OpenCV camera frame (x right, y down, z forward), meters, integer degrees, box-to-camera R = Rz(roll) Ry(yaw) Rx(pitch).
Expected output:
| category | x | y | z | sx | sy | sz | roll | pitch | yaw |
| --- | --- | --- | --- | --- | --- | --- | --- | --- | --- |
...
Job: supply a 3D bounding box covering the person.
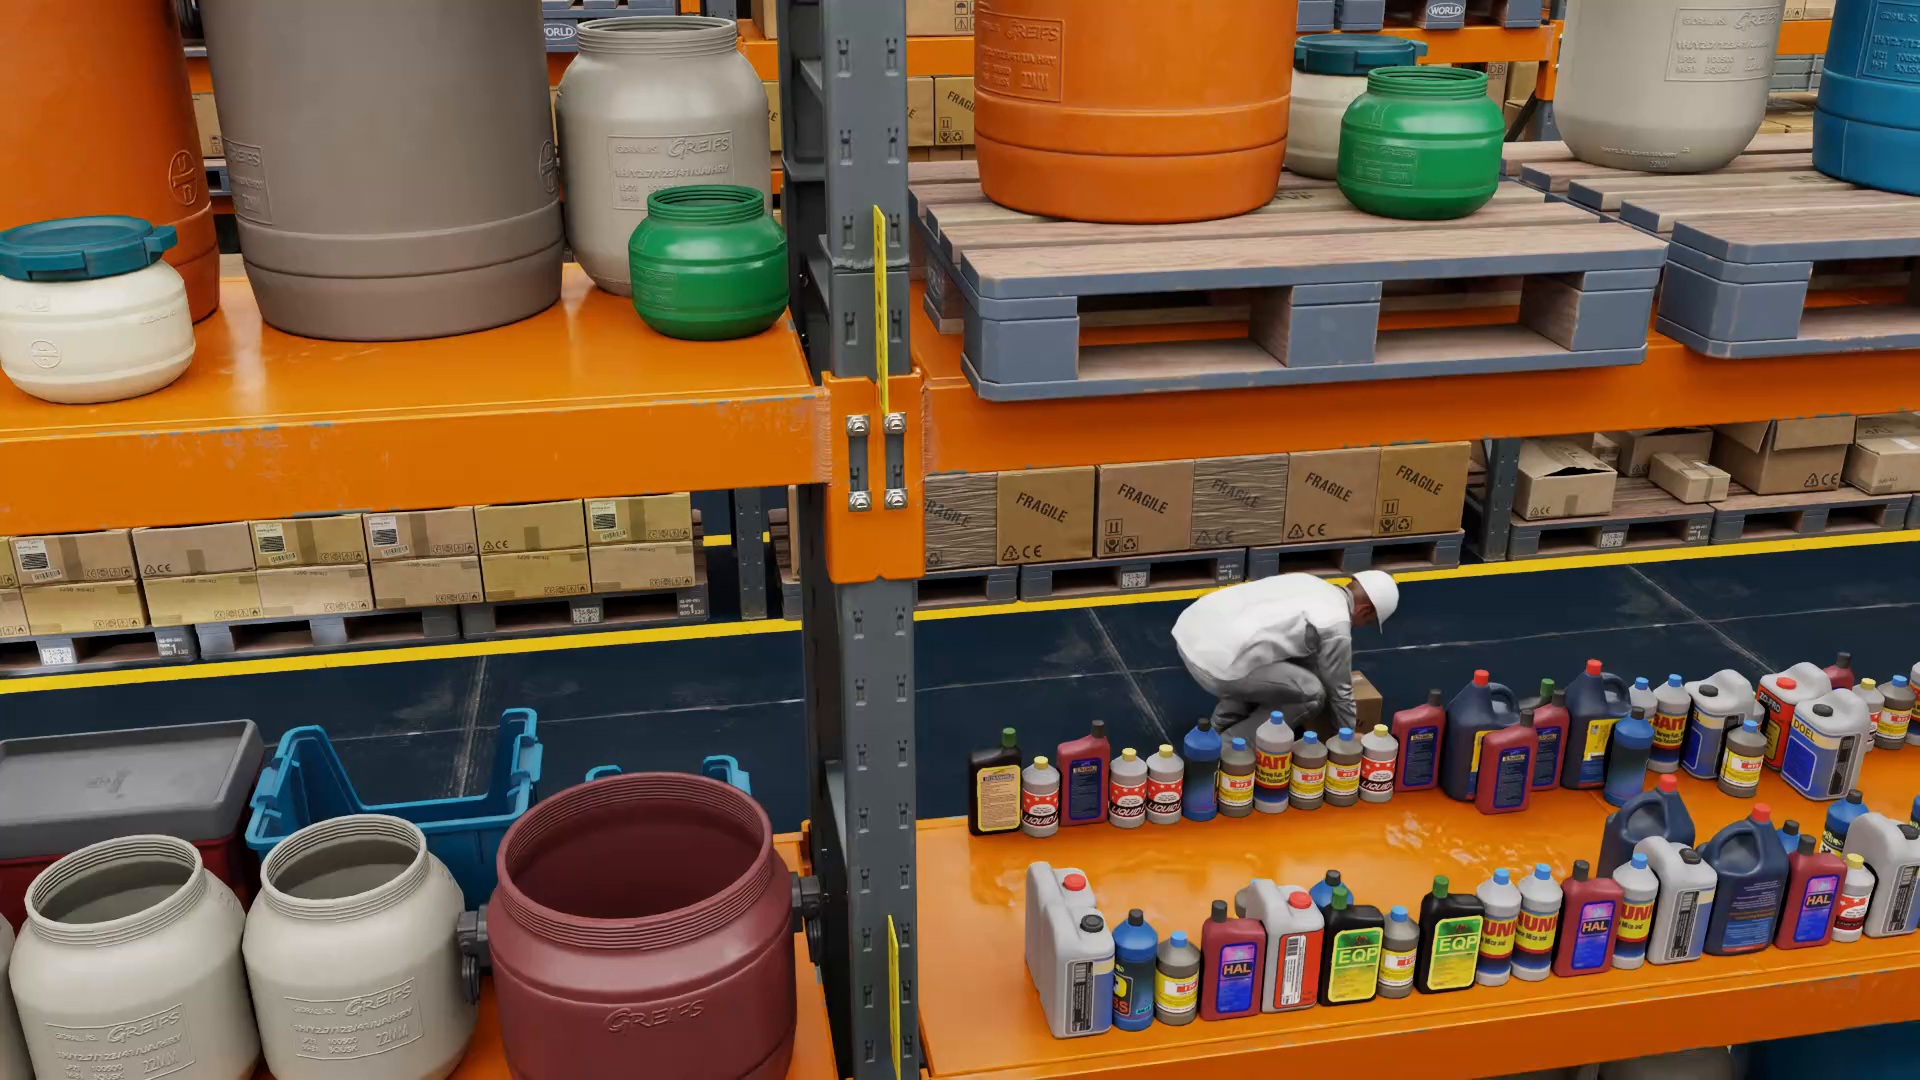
| category | x | y | z | sx | sy | sz | roll | pitch | yaw |
| --- | --- | --- | --- | --- | --- | --- | --- | --- | --- |
| person | 1.396 | 0.536 | 7.106 | 0.986 | 0.791 | 0.507 | -5 | 24 | -11 |
